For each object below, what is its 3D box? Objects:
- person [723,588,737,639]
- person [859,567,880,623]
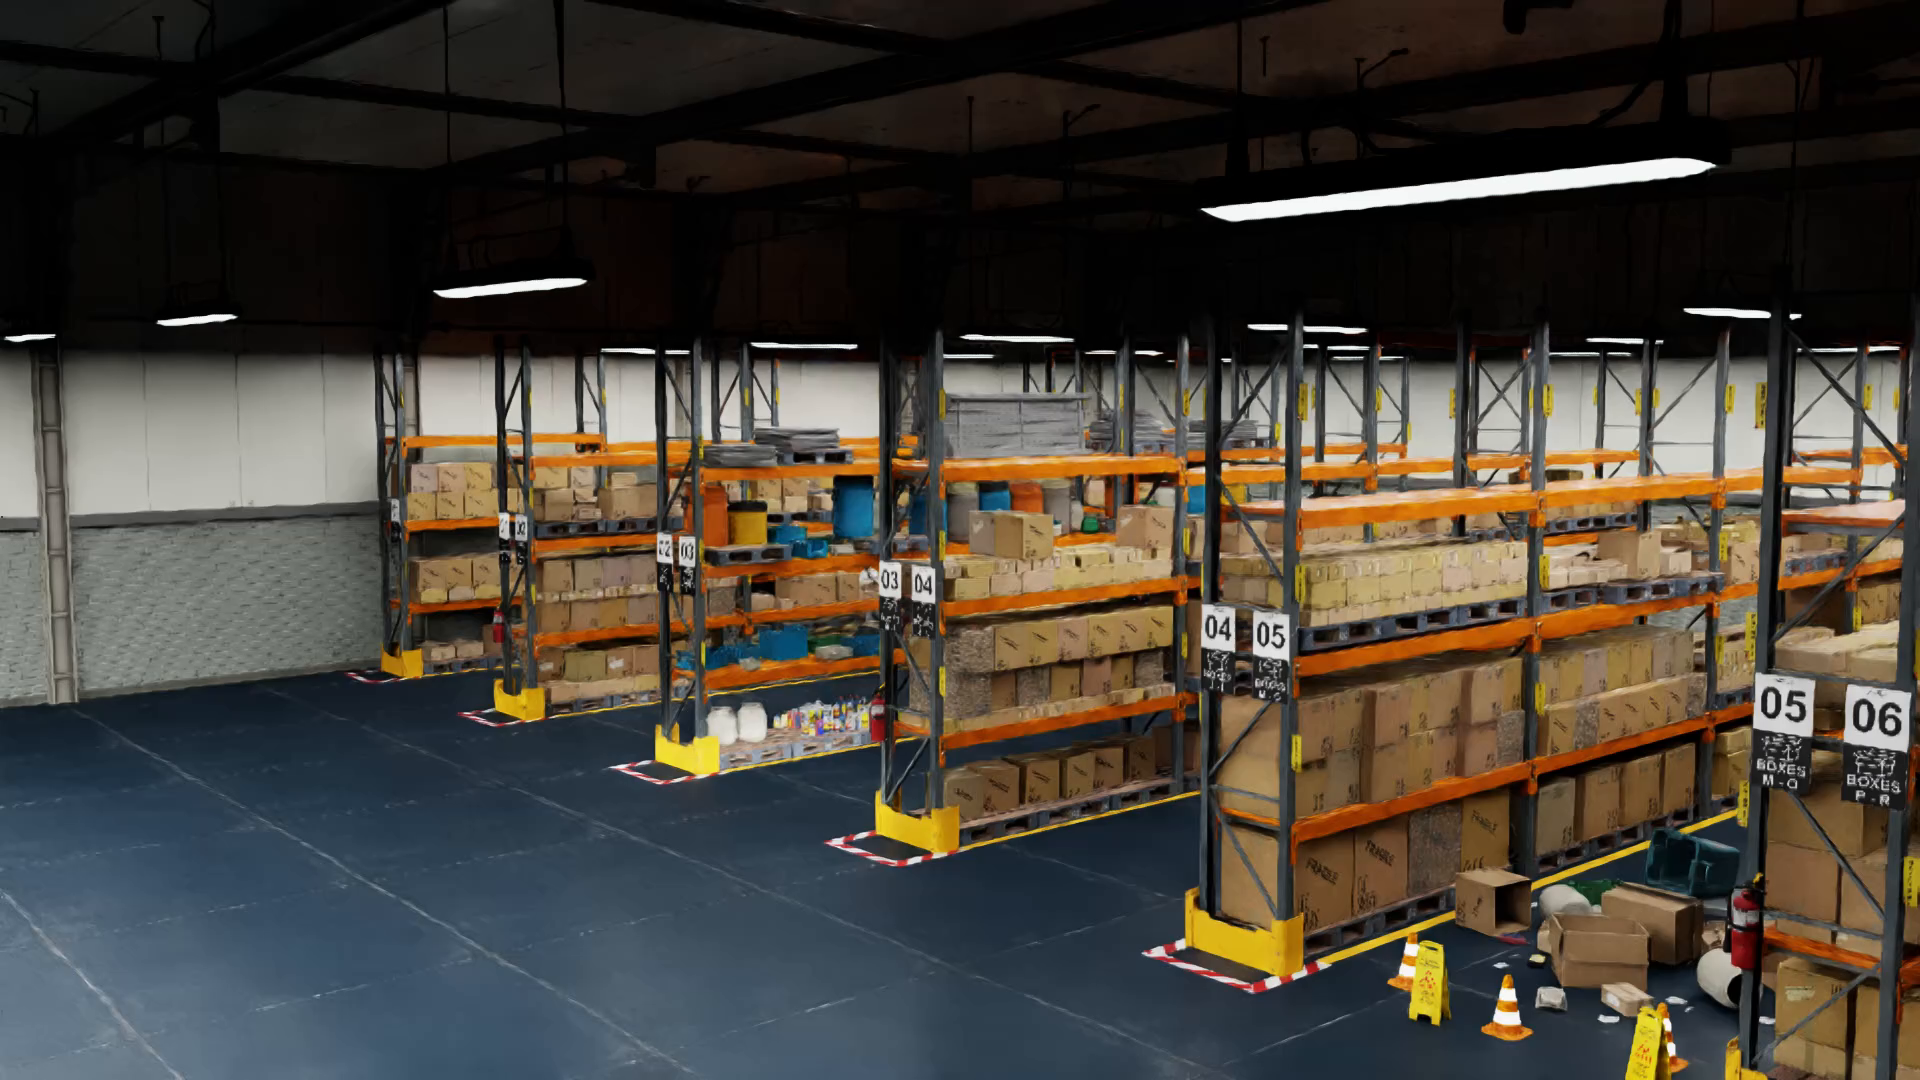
[{"bbox_3d":[-4.560,1.345,32.626,0.433,1.684,0.552,2,6,24],"label":"person"},{"bbox_3d":[-1.877,1.107,35.235,0.445,1.571,0.829,5,7,41],"label":"person"}]
